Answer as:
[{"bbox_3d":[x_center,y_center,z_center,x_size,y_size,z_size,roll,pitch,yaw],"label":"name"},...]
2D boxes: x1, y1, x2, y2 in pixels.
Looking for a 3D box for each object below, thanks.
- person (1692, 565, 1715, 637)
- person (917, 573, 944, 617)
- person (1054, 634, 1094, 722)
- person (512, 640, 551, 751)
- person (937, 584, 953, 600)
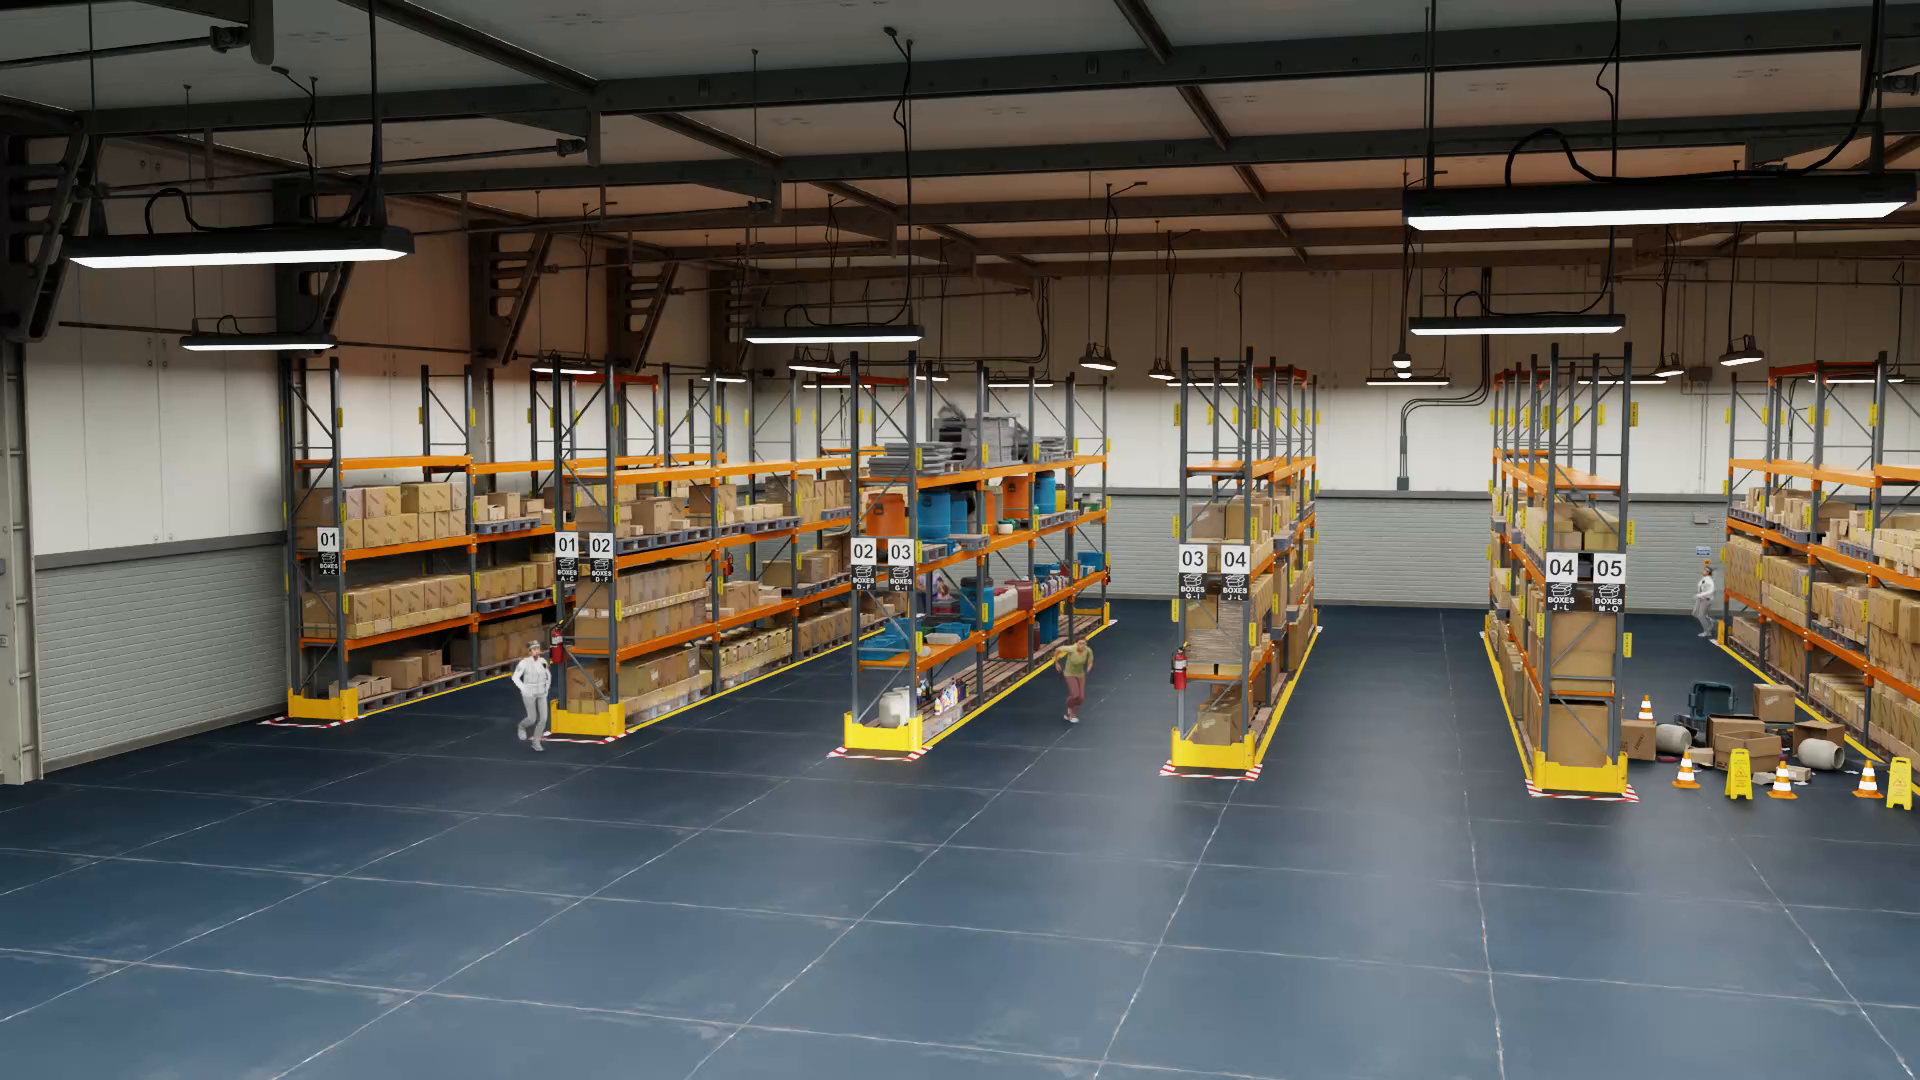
[{"bbox_3d":[17.075,1.384,38.141,0.548,1.659,0.613,0,4,6],"label":"person"},{"bbox_3d":[-0.694,1.387,38.234,0.627,1.685,0.936,0,4,2],"label":"person"},{"bbox_3d":[1.857,2.261,27.151,0.607,1.503,0.811,-1,4,-16],"label":"person"},{"bbox_3d":[-6.483,2.338,25.203,0.635,1.688,0.583,-4,6,-41],"label":"person"},{"bbox_3d":[-0.312,1.707,34.199,0.507,1.637,0.697,1,4,18],"label":"person"}]
